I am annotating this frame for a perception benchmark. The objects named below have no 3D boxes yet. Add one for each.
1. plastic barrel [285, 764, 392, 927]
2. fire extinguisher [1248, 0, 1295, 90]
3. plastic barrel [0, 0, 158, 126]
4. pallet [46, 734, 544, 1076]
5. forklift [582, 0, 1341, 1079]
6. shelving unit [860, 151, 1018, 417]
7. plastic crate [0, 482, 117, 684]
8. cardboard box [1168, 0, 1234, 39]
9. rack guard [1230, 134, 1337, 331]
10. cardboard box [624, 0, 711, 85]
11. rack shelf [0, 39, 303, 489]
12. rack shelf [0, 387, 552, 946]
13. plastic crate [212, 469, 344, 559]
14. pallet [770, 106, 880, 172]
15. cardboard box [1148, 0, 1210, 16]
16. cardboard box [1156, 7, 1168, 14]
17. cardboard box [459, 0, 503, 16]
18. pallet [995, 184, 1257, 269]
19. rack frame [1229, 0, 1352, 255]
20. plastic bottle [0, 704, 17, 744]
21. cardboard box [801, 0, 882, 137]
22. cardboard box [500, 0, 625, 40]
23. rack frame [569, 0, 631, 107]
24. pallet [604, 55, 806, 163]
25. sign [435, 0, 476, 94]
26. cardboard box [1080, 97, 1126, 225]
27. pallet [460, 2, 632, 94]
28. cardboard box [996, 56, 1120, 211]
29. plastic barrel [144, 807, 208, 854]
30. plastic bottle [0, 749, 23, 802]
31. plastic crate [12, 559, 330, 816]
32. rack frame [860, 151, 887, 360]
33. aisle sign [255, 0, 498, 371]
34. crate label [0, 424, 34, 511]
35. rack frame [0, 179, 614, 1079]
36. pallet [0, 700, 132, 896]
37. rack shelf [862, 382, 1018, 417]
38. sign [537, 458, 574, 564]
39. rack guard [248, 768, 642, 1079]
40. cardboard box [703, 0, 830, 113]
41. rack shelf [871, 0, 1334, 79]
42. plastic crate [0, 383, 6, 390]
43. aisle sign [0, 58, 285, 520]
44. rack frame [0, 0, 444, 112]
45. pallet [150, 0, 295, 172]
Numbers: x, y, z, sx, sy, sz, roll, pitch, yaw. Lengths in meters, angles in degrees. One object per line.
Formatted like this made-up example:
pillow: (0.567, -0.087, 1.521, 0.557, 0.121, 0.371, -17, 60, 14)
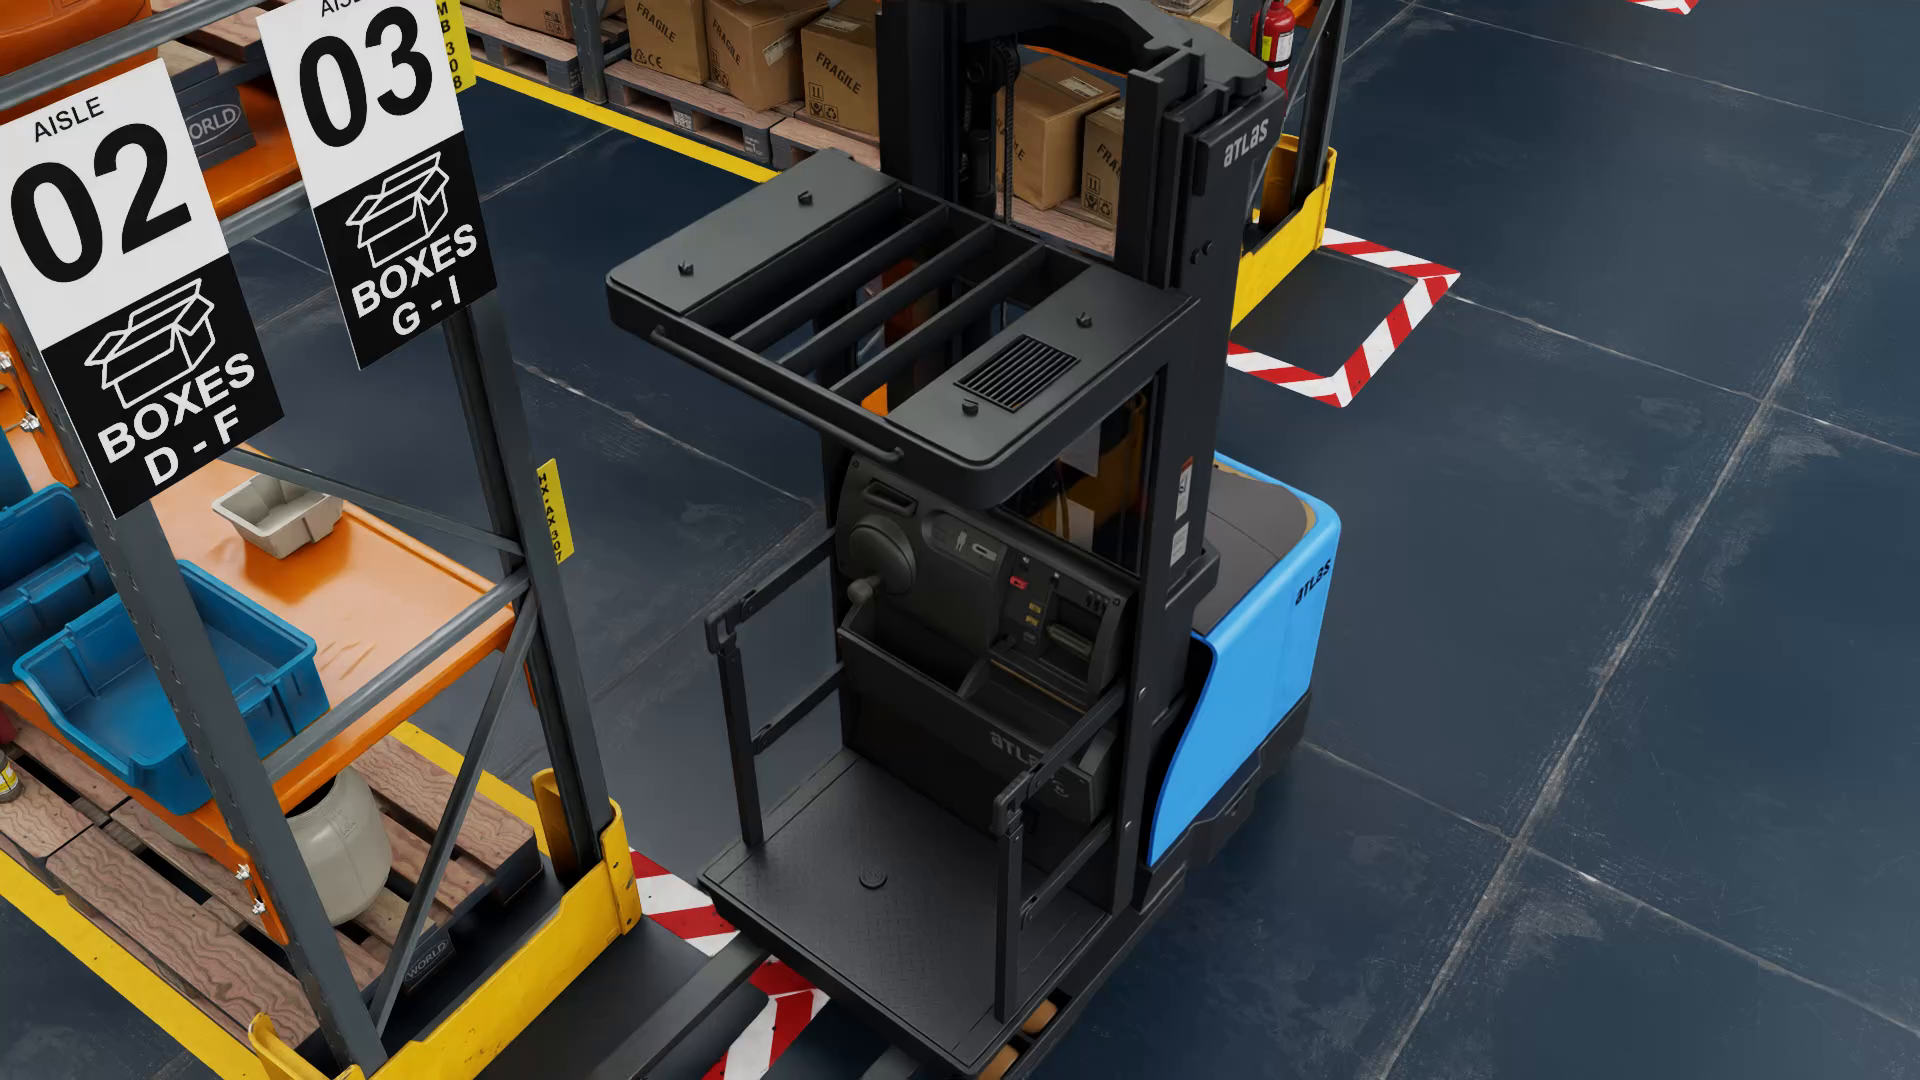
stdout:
plastic barrel: (-1.976, 0.899, 5.046, 0.421, 0.512, 0.421, 0, 42, 0)
fire extinguisher: (1.279, -2.041, 6.839, 0.183, 0.674, 0.296, 25, 48, 25)
plastic barrel: (-1.864, -1.212, 2.969, 0.708, 0.830, 0.600, 25, 48, 25)
pallet: (-2.145, 1.061, 5.406, 1.213, 0.211, 1.003, 25, 48, 25)
forklift: (-0.093, 0.175, 4.356, 1.130, 2.935, 3.031, 28, 49, 28)
shelving unit: (0.093, -0.601, 6.296, 1.083, 1.500, 0.587, 16, 44, 17)
plastic crate: (-2.504, 0.114, 4.484, 0.408, 0.251, 0.499, 25, 48, 25)
cardboard box: (1.098, -2.268, 7.224, 0.250, 0.149, 0.380, 25, 48, 25)
rack guard: (1.388, -1.463, 8.010, 0.348, 0.500, 1.175, 25, 48, 25)
cardboard box: (-1.520, -2.947, 9.353, 0.500, 0.500, 0.500, 24, 47, 24)
rack shelf: (-3.031, -1.277, 4.217, 4.000, 0.370, 1.077, 25, 48, 25)
rack shelf: (-3.031, -0.159, 5.217, 4.000, 0.370, 1.077, 25, 48, 25)
plastic crate: (-1.942, -0.081, 4.789, 0.250, 0.136, 0.298, 25, 48, 25)
pallet: (-0.251, -2.153, 8.998, 1.213, 0.211, 1.003, 25, 48, 25)
cardboard box: (1.016, -2.739, 7.263, 0.500, 0.500, 0.875, 25, 48, 25)
cardboard box: (0.894, -2.364, 7.331, 0.250, 0.149, 0.380, 25, 48, 25)
cardboard box: (-2.695, -3.569, 10.034, 0.500, 0.500, 0.700, 25, 47, 25)
pallet: (0.743, -1.685, 8.475, 1.213, 0.211, 1.003, 25, 48, 25)
rack frame: (1.450, -2.365, 7.144, 0.127, 3.000, 1.000, 25, 48, 25)
plastic bottle: (-3.279, 0.554, 5.589, 0.133, 0.283, 0.061, 25, 48, 25)
cardboard box: (-0.493, -2.537, 8.895, 0.500, 0.500, 0.500, 21, 46, 22)
cardboard box: (-2.315, -3.376, 9.818, 0.500, 0.500, 0.700, 22, 46, 22)
rack frame: (-1.825, -3.897, 8.855, 0.127, 3.000, 1.000, 25, 48, 25)
pallet: (-1.254, -2.620, 9.519, 1.213, 0.211, 1.003, 25, 48, 25)
sign: (-1.074, -1.081, 3.452, 0.005, 0.325, 0.100, 25, 48, 25)
cardboard box: (0.949, -1.838, 8.115, 0.500, 0.500, 0.500, -33, 51, -31)
pallet: (-2.463, -3.155, 10.117, 1.213, 0.211, 1.003, 25, 48, 25)
cardboard box: (0.440, -2.049, 8.350, 0.500, 0.500, 0.500, -29, 49, -28)
plastic barrel: (-2.387, 0.707, 5.261, 0.421, 0.512, 0.421, 0, 42, 0)
plastic bottle: (-3.149, 0.754, 5.427, 0.097, 0.201, 0.097, 0, 42, 0)
plastic crate: (-1.975, 0.366, 4.203, 0.616, 0.251, 0.499, 25, 48, 25)
rack frame: (-0.365, -0.734, 6.445, 0.032, 1.500, 0.500, 16, 44, 17)
aisle sign: (-1.167, -0.762, 3.403, 0.004, 0.787, 0.394, 25, 48, 25)
crate label: (-3.056, -0.231, 4.733, 0.616, 0.435, 0.502, 25, 48, 25)
rack frame: (-1.394, 0.339, 4.122, 0.127, 3.000, 1.000, 25, 48, 25)
pallet: (-3.140, 0.593, 5.929, 1.213, 0.211, 1.003, 25, 48, 25)
rack shelf: (0.101, -0.464, 6.414, 1.000, 0.185, 0.538, 16, 44, 17)
sign: (-1.074, -0.063, 4.363, 0.005, 0.325, 0.100, 25, 48, 25)
rack guard: (-1.483, 1.267, 4.959, 0.348, 0.500, 1.175, 25, 48, 25)
cardboard box: (-1.047, -2.732, 9.113, 0.500, 0.500, 0.500, -26, 48, -26)
rack shelf: (-0.187, -2.863, 8.239, 4.000, 0.370, 1.077, 25, 48, 25)
plastic crate: (-3.194, -0.611, 5.381, 0.437, 0.136, 0.530, 25, 48, 25)
aisle sign: (-1.505, -0.440, 3.043, 0.004, 0.787, 0.394, 25, 48, 25)
rack frame: (-1.394, -1.897, 2.121, 0.127, 3.000, 1.000, 25, 48, 25)
pallet: (-2.015, -1.079, 3.598, 1.213, 0.211, 1.003, 25, 48, 25)
